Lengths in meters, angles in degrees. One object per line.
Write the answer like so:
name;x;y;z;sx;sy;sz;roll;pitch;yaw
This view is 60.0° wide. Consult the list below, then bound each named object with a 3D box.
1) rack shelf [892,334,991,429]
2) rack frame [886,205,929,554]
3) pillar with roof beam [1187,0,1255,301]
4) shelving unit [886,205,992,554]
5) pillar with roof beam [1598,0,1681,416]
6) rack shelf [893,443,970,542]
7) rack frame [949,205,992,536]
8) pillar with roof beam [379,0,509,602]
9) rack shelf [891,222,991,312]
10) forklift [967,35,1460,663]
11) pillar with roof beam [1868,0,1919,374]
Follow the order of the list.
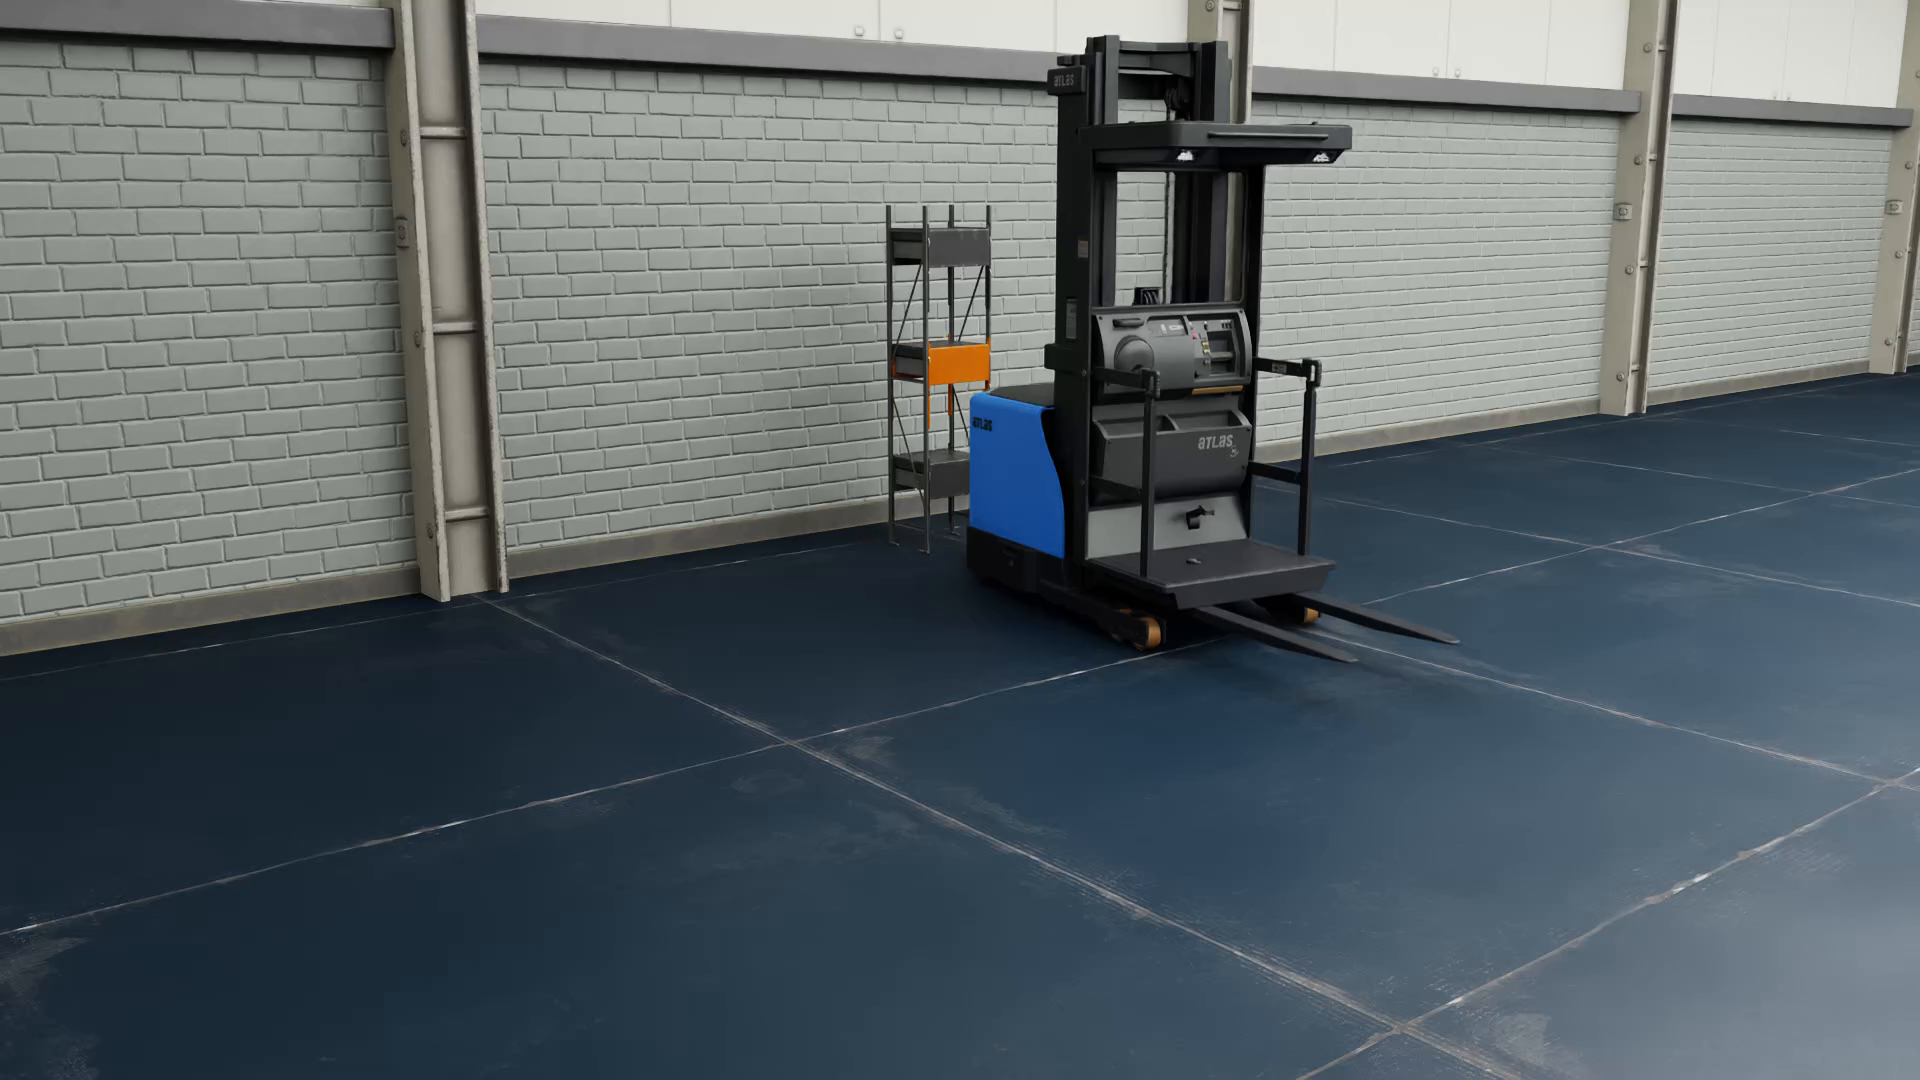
rack shelf;-0.129;-0.992;10.312;0.480;0.518;0.431;-9;15;-38
rack frame;-0.320;-0.974;10.160;0.015;2.100;0.400;-9;15;-38
pillar with roof beam;4.609;-4.196;8.724;0.400;9.000;9.100;-9;15;-38
shelving unit;-0.129;-1.006;10.310;0.503;2.100;0.431;-9;15;-38
pillar with roof beam;9.294;-4.974;12.390;0.400;9.000;9.100;-9;15;-38
rack shelf;-0.129;-0.308;10.458;0.480;0.518;0.431;-9;15;-38
rack frame;0.061;-1.037;10.459;0.015;2.100;0.400;-9;15;-38
pillar with roof beam;-0.076;-3.417;5.057;0.400;9.000;9.100;-9;15;-38
rack shelf;-0.129;-1.677;10.167;0.480;0.518;0.431;-9;15;-38
forklift;1.202;-1.003;8.295;1.130;2.935;3.031;-7;14;-29
pillar with roof beam;13.979;-5.753;16.057;0.400;9.000;9.100;-9;15;-38
